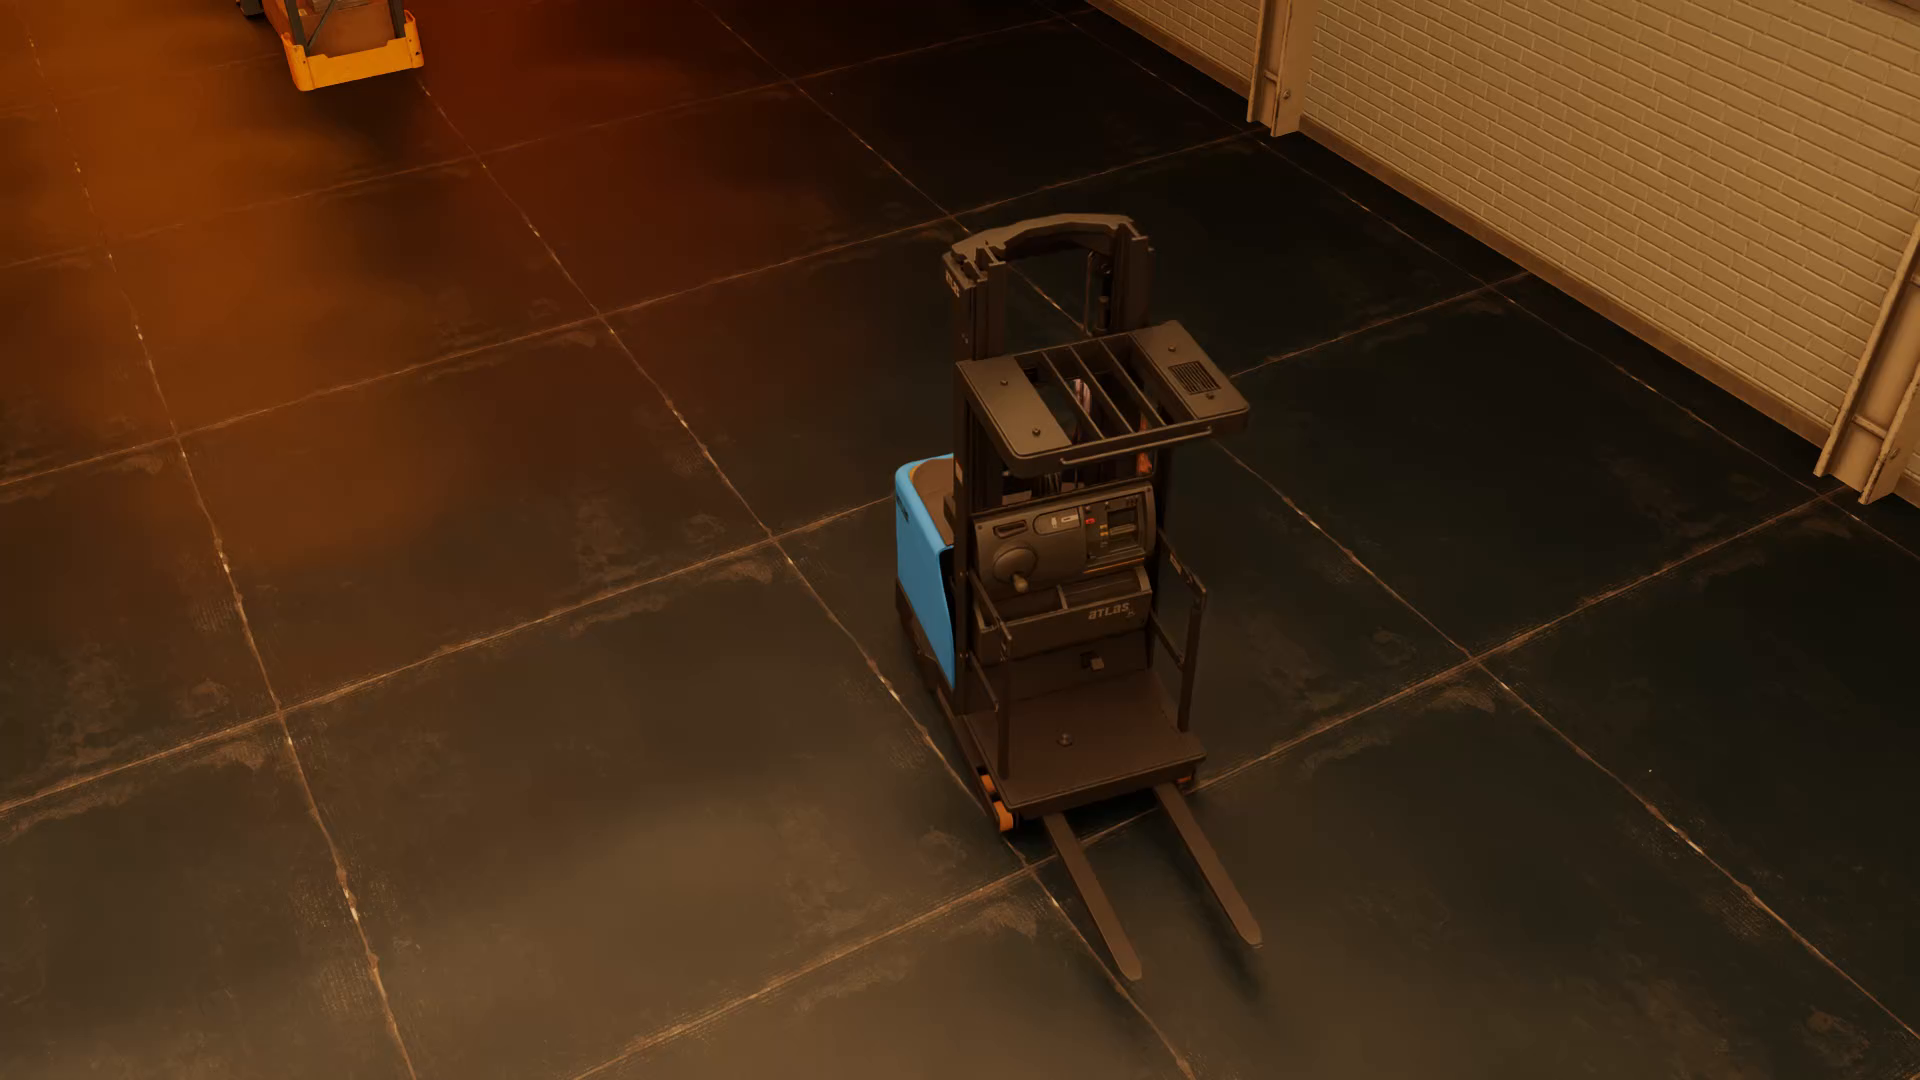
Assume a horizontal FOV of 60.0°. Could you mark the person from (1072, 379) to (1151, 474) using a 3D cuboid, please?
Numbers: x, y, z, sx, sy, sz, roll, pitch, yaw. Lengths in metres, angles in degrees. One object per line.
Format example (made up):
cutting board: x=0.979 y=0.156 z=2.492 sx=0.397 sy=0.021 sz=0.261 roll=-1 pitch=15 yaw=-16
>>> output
person: x=0.893 y=-0.599 z=9.843 sx=0.422 sy=1.617 sz=0.836 roll=-16 pitch=42 yaw=-18

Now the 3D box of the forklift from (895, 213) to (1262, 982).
forklift: x=0.592 y=0.070 z=7.952 sx=1.130 sy=2.935 sz=3.031 roll=-13 pitch=41 yaw=-15
